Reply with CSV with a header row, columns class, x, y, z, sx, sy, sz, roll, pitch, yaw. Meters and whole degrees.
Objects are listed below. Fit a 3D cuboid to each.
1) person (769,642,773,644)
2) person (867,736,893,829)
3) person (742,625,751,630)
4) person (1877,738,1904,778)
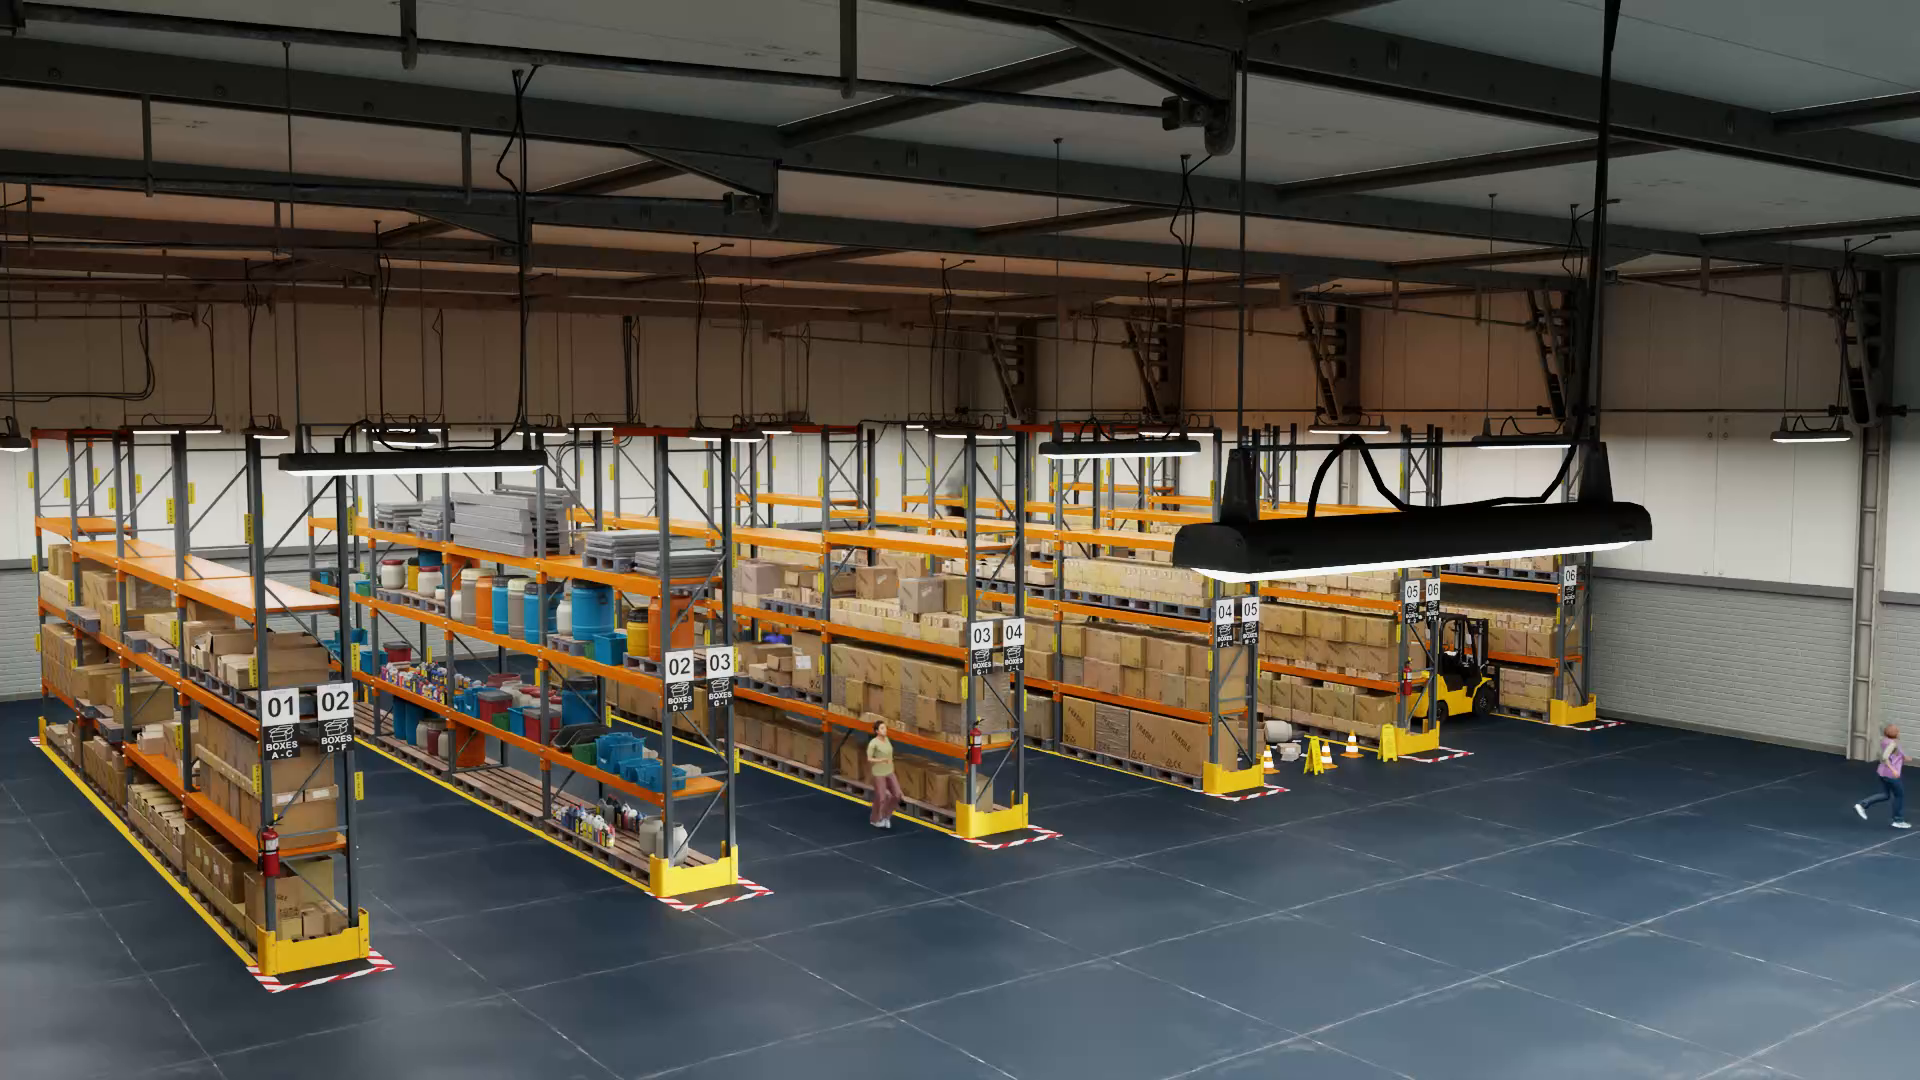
class,x,y,z,sx,sy,sz,roll,pitch,yaw
person,-3.898,2.832,33.943,0.484,1.505,0.747,-4,6,-38
person,-1.209,3.660,25.083,0.530,1.401,0.412,-4,6,-42
person,-5.338,2.203,41.870,0.846,1.722,0.645,-1,5,-12
person,14.014,3.279,25.092,0.377,0.573,0.538,1,5,8
